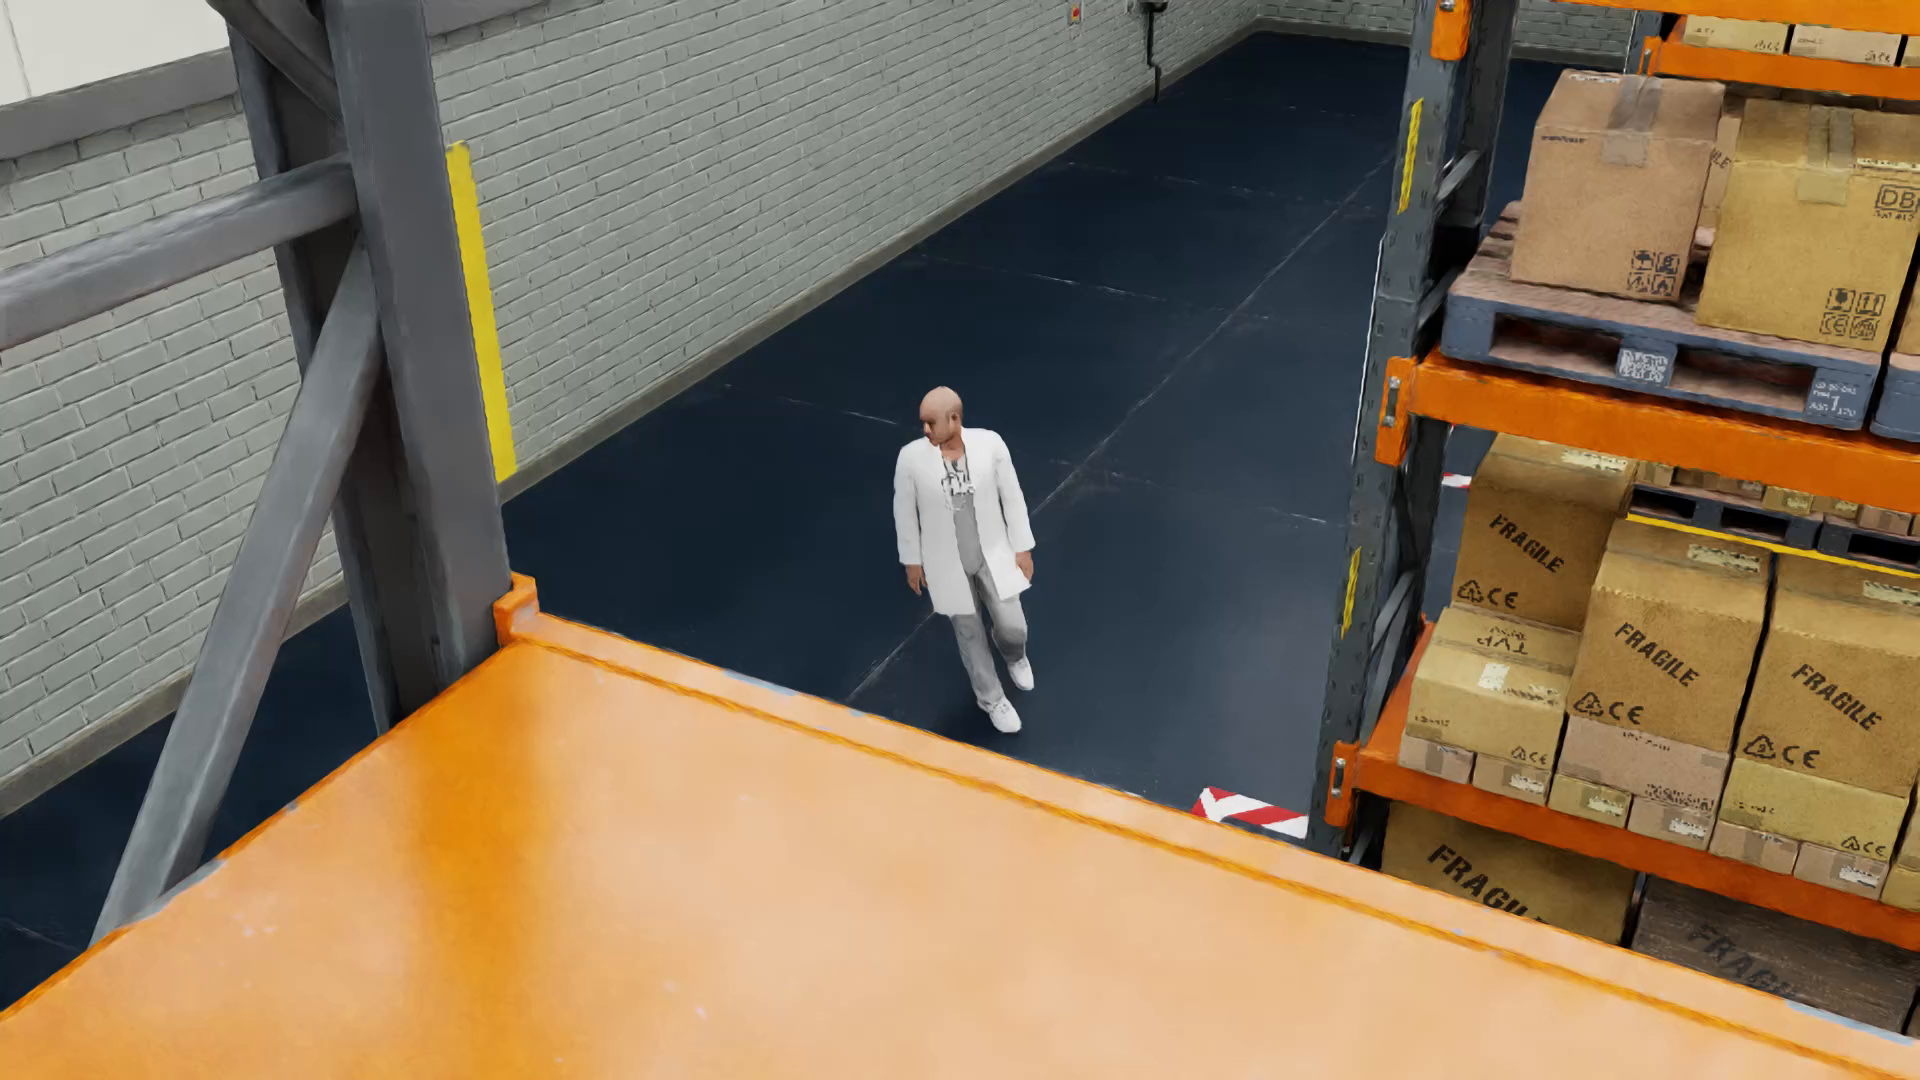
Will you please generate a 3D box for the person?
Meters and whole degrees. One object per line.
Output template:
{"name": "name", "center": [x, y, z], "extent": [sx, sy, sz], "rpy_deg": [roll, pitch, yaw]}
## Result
{"name": "person", "center": [0.043, 0.098, 7.978], "extent": [0.691, 1.764, 0.526], "rpy_deg": [-6, 30, -10]}
